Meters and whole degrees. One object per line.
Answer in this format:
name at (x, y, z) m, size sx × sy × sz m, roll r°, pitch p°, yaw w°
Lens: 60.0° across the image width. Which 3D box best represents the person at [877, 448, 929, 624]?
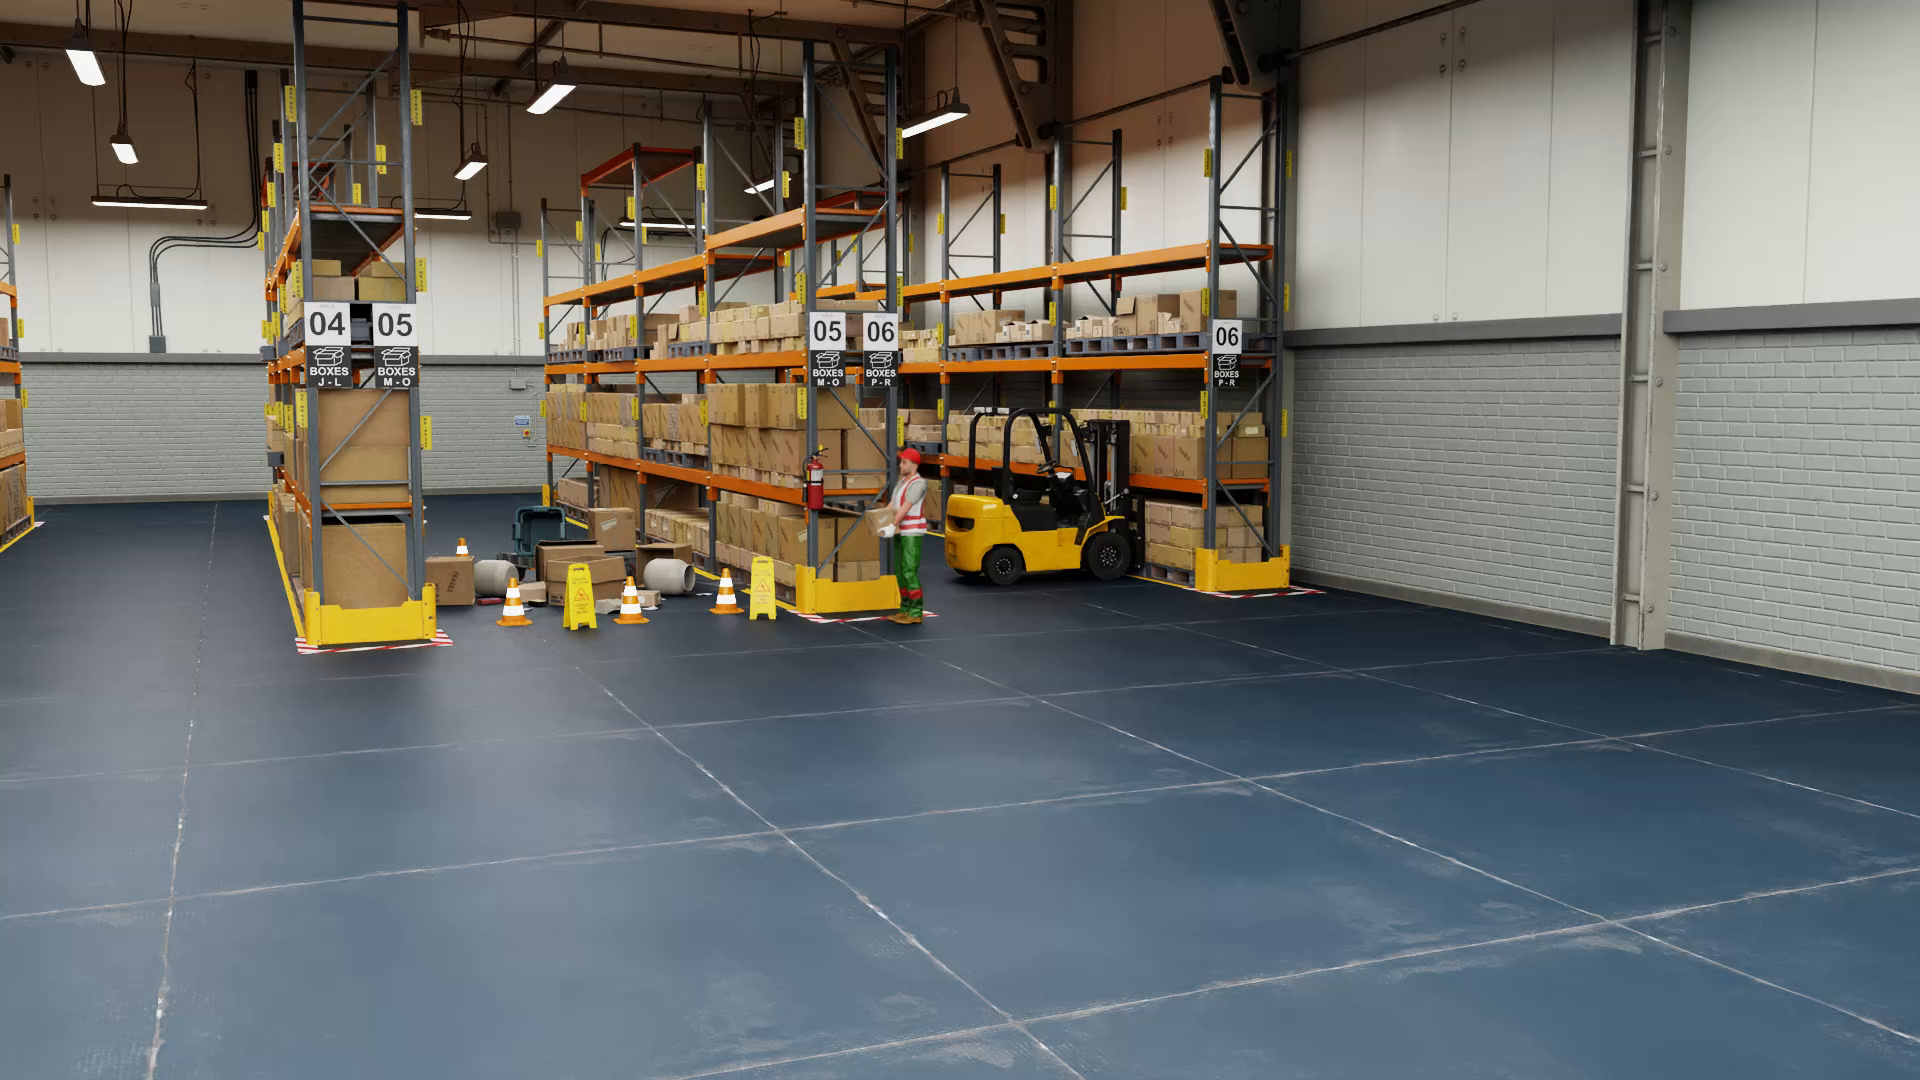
person at (-0.626, -0.040, 17.004) m, size 0.559 × 1.786 × 0.495 m, roll -2°, pitch 6°, yaw -24°
